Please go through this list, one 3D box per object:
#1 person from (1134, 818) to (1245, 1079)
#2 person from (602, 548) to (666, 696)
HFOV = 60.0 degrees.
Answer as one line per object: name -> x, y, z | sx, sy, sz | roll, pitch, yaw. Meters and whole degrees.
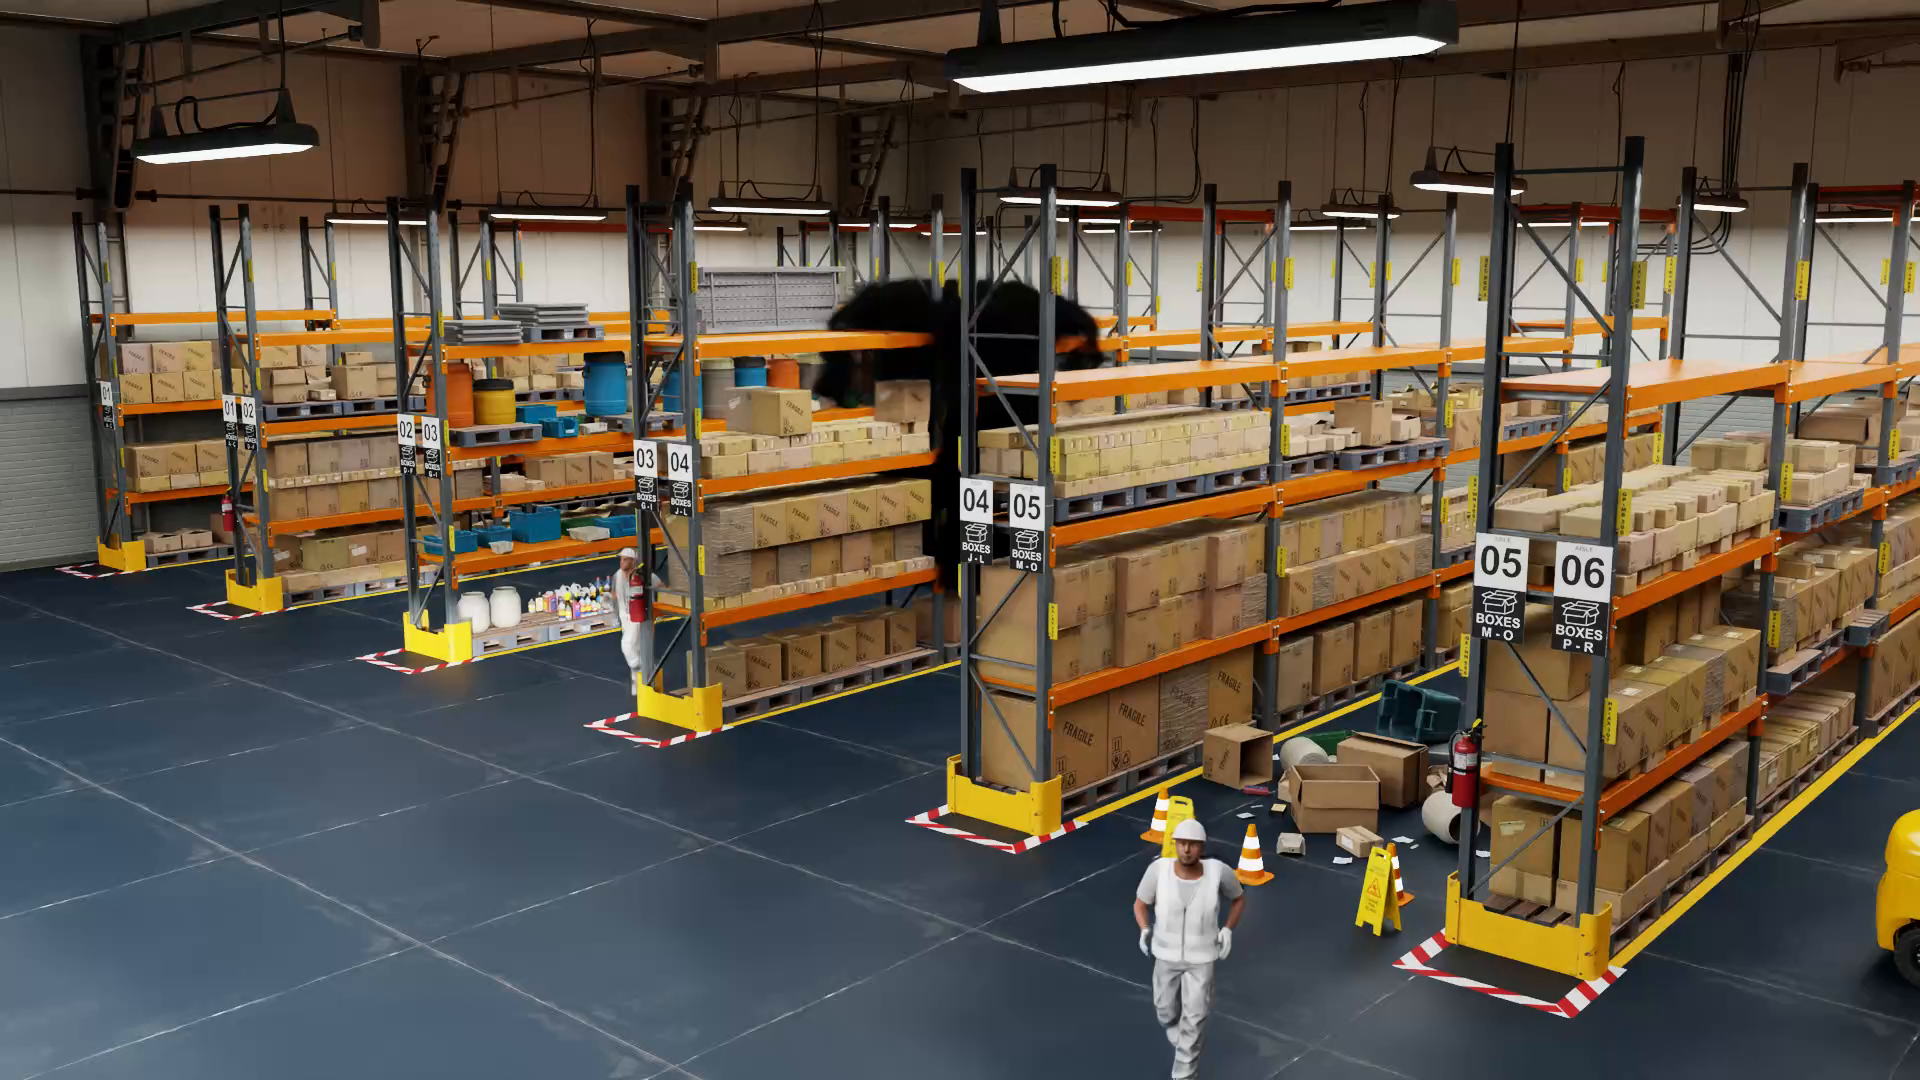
person -> 1.423, 2.593, 10.427 | 0.685, 1.763, 0.869 | 2, 10, 13
person -> -3.954, 0.964, 20.174 | 0.670, 1.782, 0.794 | 6, 11, 33
